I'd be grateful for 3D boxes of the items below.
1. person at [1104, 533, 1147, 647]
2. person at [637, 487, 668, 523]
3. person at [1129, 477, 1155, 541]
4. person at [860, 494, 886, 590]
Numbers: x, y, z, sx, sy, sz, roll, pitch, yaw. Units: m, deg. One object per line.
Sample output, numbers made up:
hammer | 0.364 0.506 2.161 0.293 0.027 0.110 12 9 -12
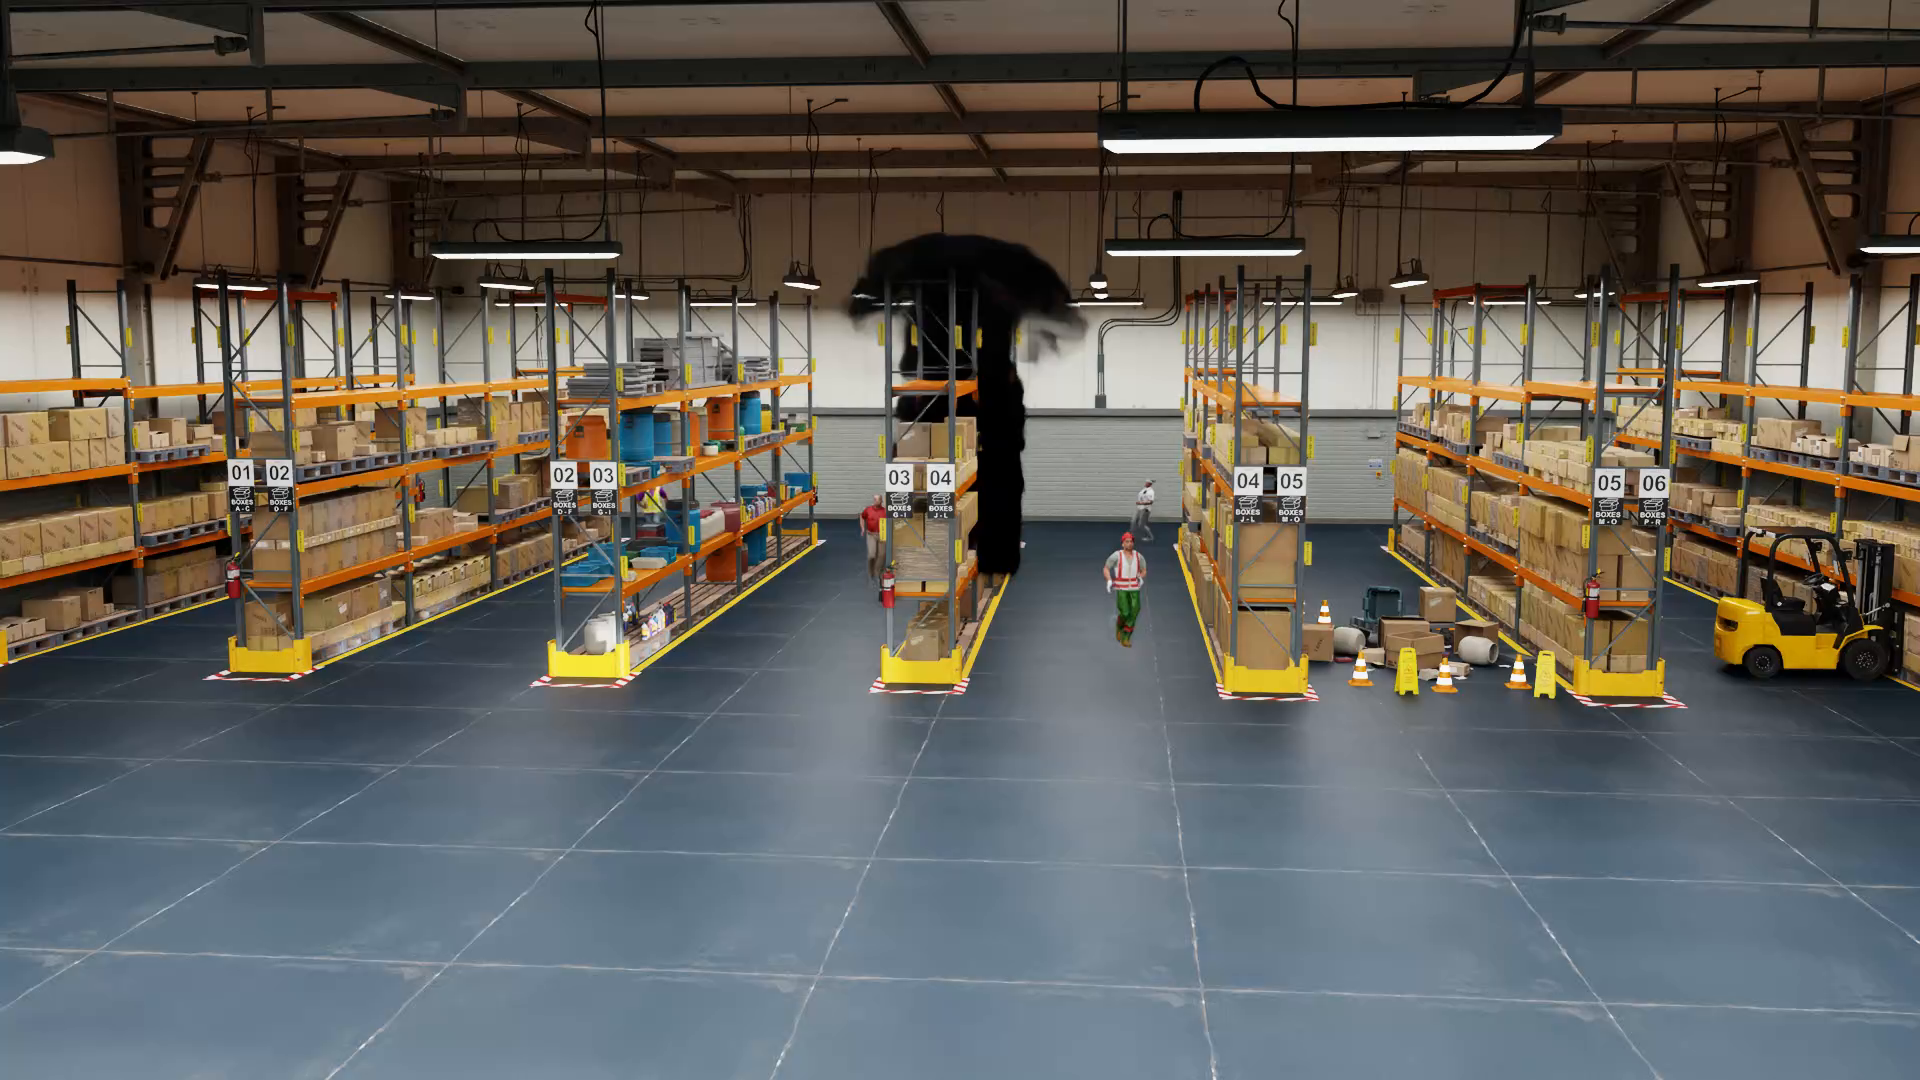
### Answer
person | 2.563 0.770 25.362 0.656 1.751 0.540 -1 7 -11
person | -7.228 -0.602 38.997 0.744 1.805 0.861 -1 7 -8
person | 4.410 -0.721 40.484 0.737 1.664 0.715 -2 7 -15
person | -1.591 0.033 31.850 0.634 1.829 0.716 -1 7 -5
